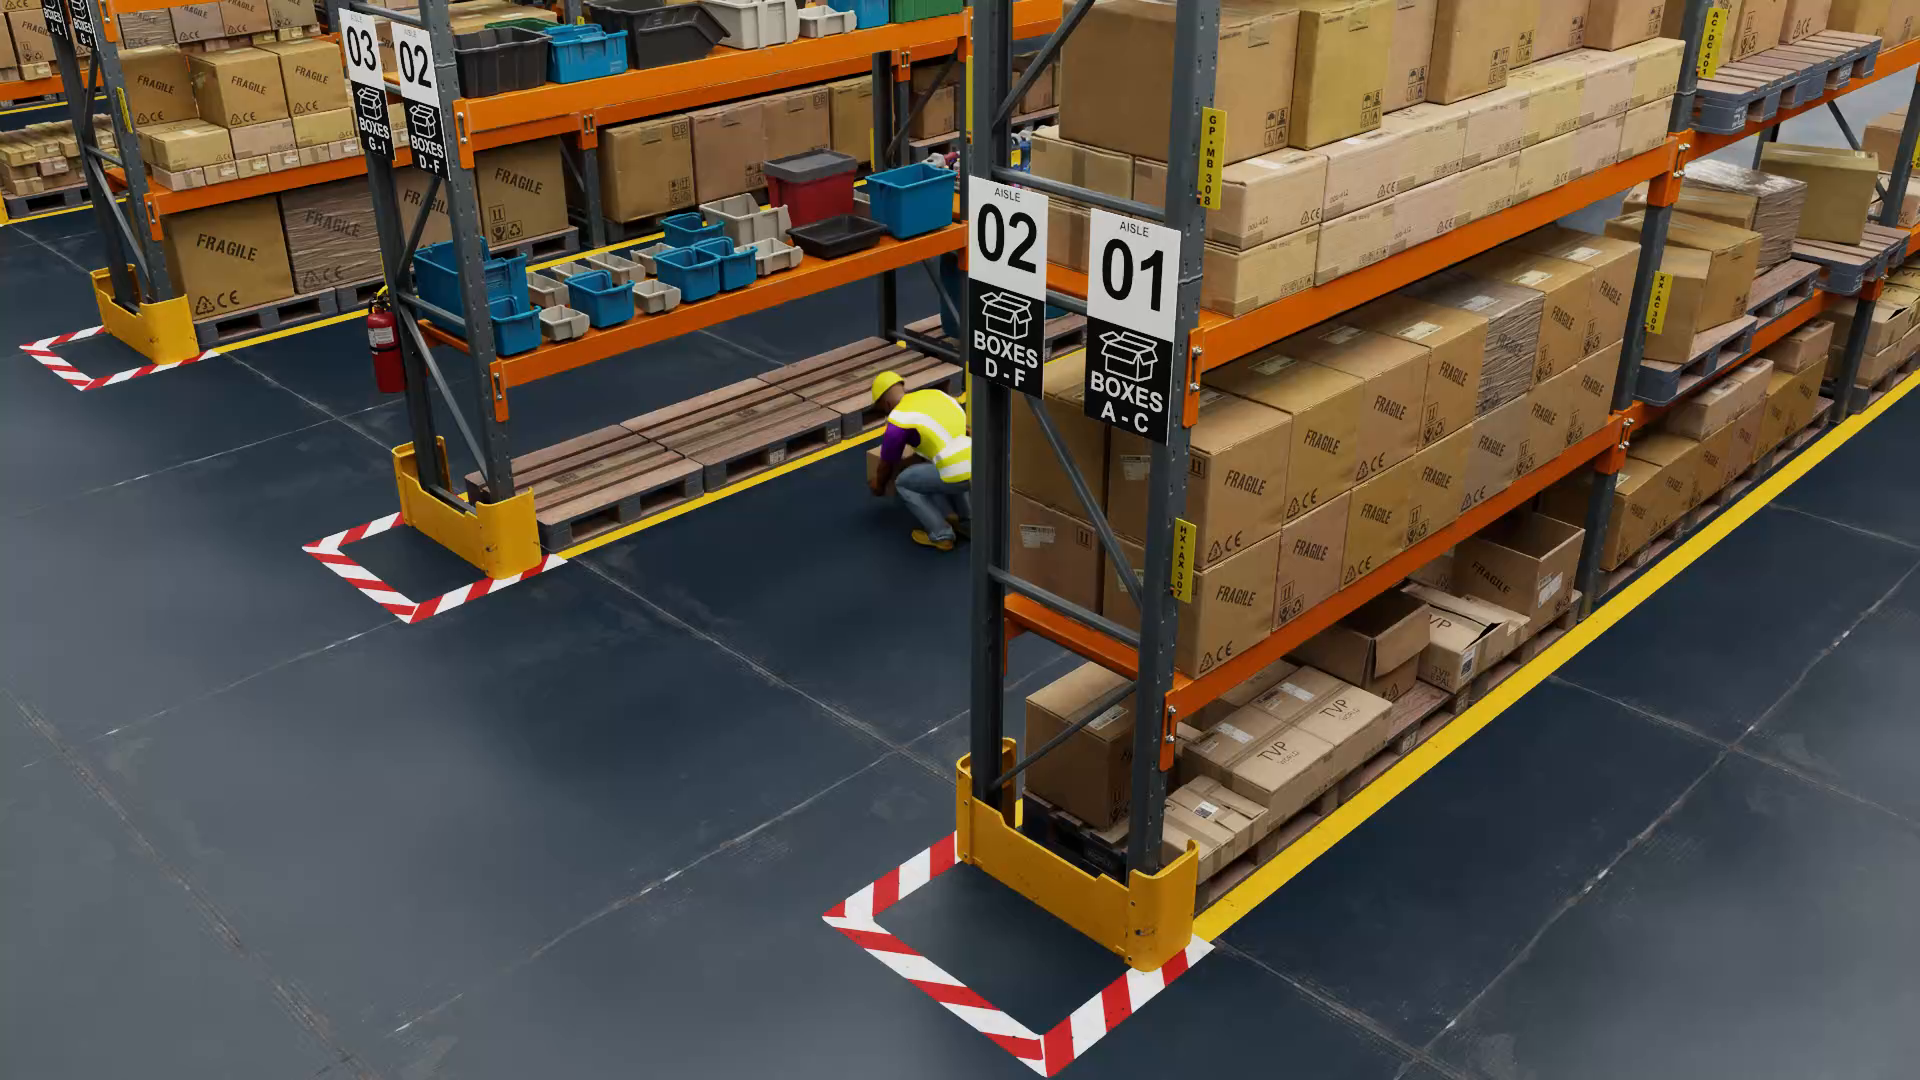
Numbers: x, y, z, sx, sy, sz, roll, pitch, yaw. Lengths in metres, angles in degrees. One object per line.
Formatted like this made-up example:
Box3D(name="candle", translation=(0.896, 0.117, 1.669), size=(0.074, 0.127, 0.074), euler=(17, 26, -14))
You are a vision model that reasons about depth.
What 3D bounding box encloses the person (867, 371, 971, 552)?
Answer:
Box3D(name="person", translation=(-0.192, -0.495, 10.366), size=(0.912, 1.009, 0.537), euler=(23, 36, 37))
